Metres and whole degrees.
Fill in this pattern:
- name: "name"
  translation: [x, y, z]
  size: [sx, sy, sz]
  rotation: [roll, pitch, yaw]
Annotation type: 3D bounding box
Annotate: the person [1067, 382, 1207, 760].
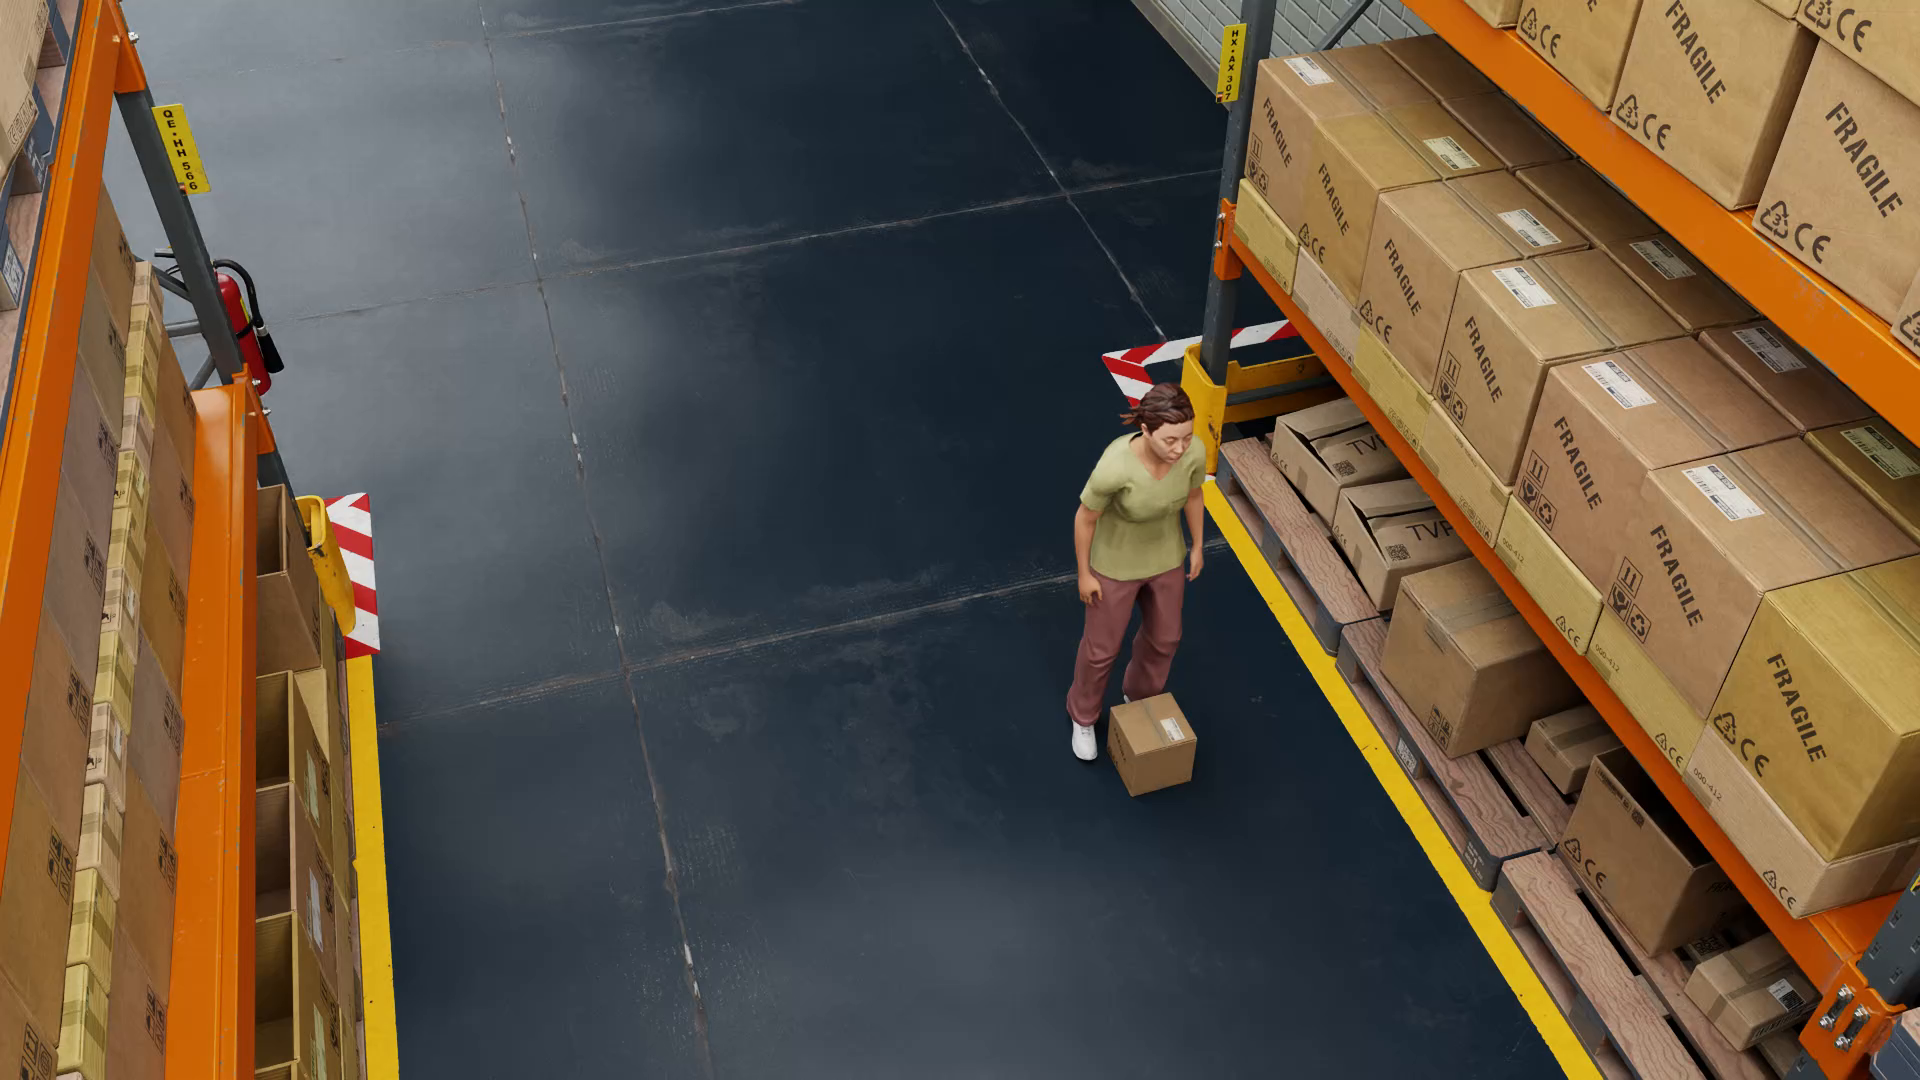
- name: "person"
  translation: [0.656, 0.099, 6.053]
  size: [0.517, 1.673, 0.357]
  rotation: [-14, 44, -14]
